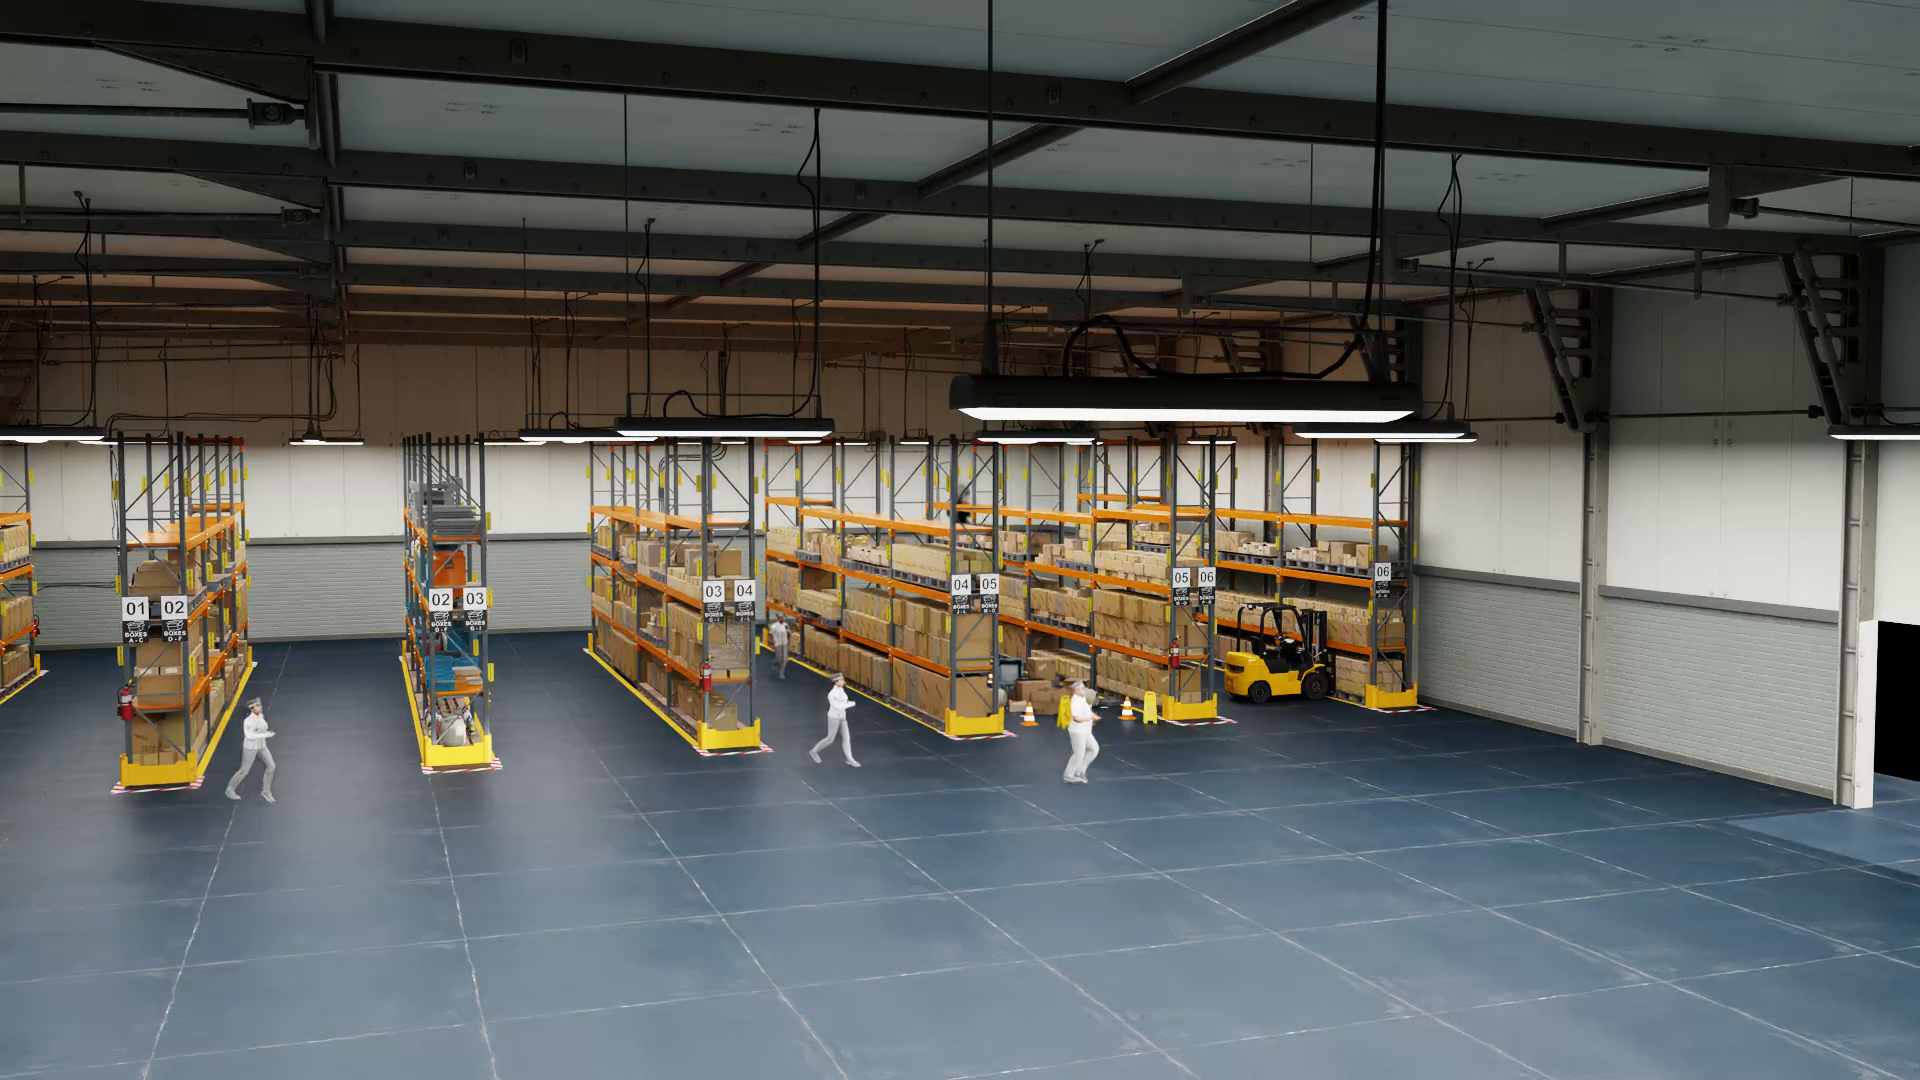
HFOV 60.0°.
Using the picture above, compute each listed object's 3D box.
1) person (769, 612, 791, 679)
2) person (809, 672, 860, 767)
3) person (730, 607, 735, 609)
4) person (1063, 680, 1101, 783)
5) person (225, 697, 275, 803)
[{"bbox_3d":[-4.482,2.606,41.476,0.581,1.663,0.592,-1,3,-24],"label":"person"},{"bbox_3d":[-2.236,3.198,29.763,0.938,1.686,0.606,1,3,15],"label":"person"},{"bbox_3d":[-6.571,2.298,47.045,0.571,1.672,0.670,0,3,-1],"label":"person"},{"bbox_3d":[2.097,3.280,28.316,0.676,1.810,0.643,1,3,19],"label":"person"},{"bbox_3d":[-11.402,3.392,26.820,0.872,1.738,0.620,1,3,13],"label":"person"}]
